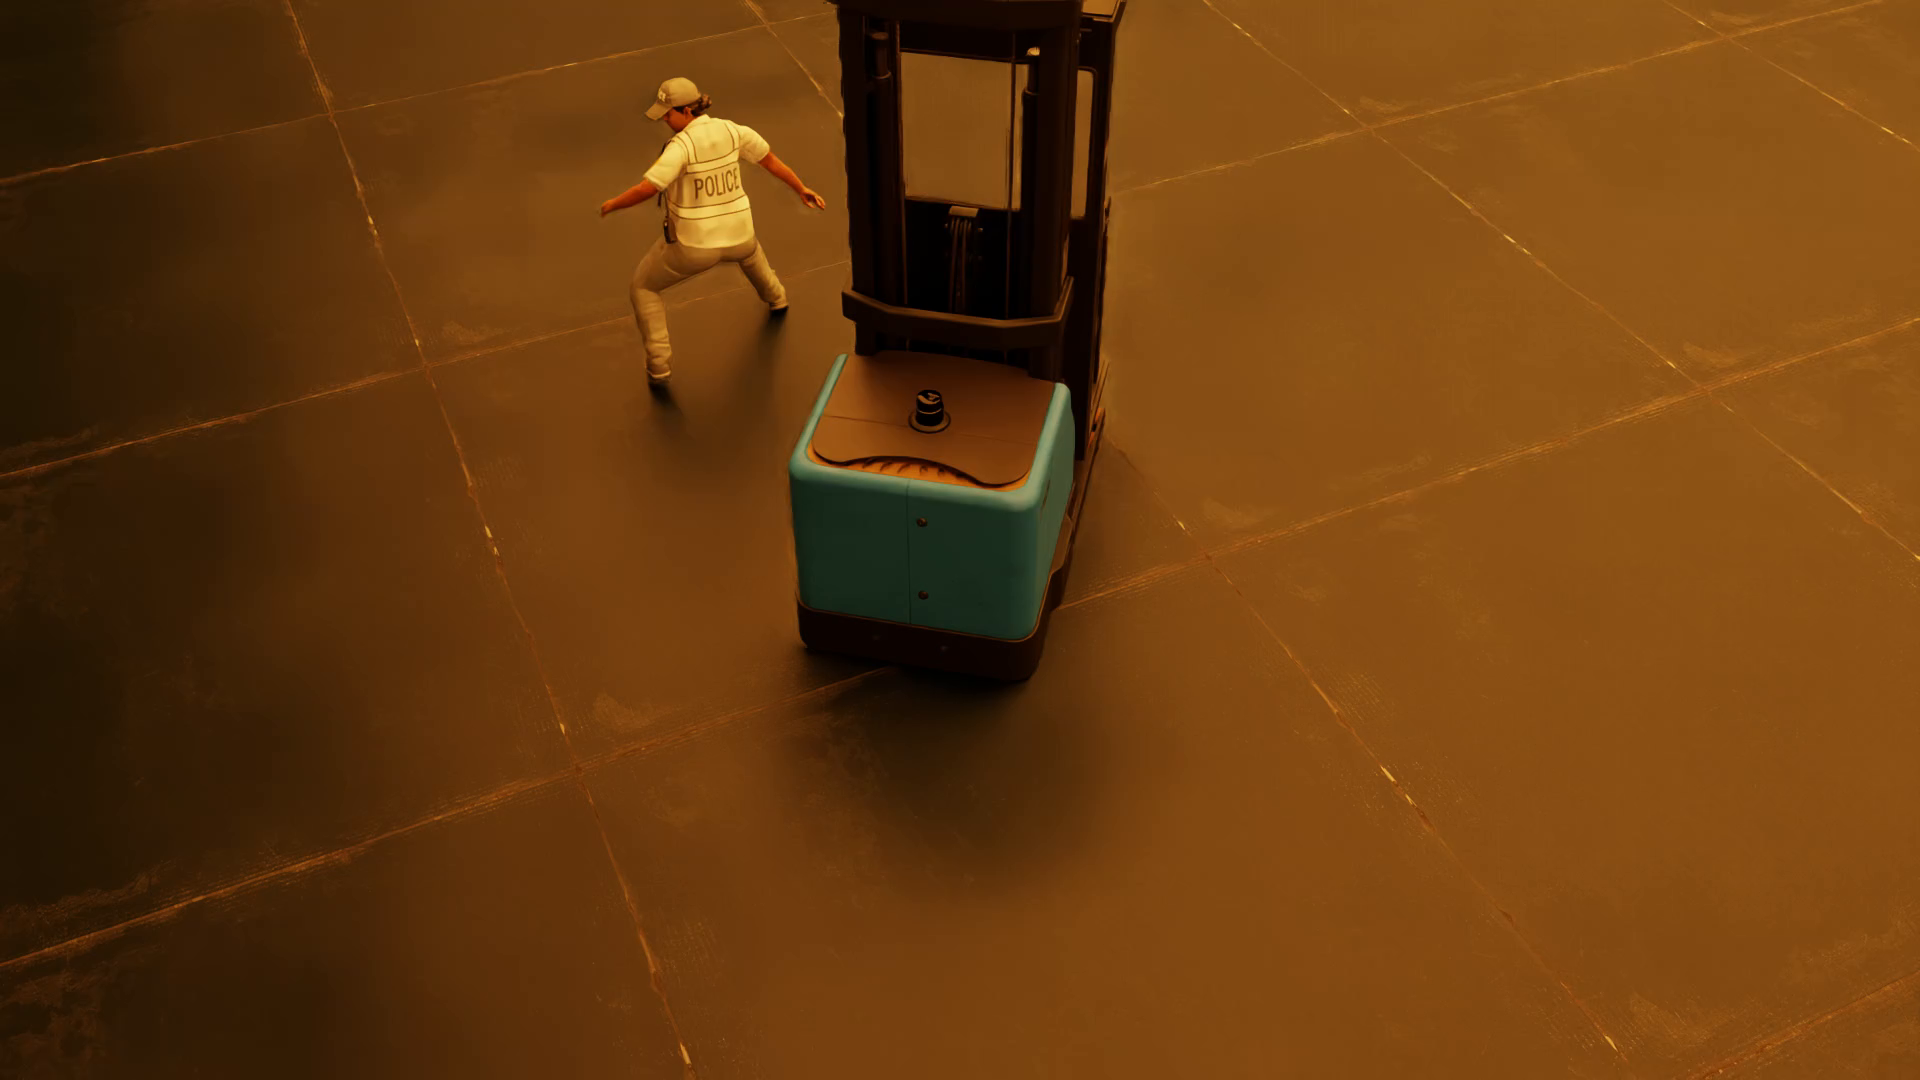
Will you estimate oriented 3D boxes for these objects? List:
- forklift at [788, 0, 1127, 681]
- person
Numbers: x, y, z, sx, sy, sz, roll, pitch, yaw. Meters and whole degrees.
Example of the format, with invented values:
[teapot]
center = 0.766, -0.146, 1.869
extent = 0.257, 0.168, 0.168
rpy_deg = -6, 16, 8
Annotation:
[forklift]
center = 0.115, -1.491, 7.278
extent = 1.130, 2.935, 3.031
rpy_deg = 9, 44, 9
[person]
center = -1.258, -1.588, 8.497
extent = 1.091, 1.602, 0.539
rpy_deg = -26, 49, -25
